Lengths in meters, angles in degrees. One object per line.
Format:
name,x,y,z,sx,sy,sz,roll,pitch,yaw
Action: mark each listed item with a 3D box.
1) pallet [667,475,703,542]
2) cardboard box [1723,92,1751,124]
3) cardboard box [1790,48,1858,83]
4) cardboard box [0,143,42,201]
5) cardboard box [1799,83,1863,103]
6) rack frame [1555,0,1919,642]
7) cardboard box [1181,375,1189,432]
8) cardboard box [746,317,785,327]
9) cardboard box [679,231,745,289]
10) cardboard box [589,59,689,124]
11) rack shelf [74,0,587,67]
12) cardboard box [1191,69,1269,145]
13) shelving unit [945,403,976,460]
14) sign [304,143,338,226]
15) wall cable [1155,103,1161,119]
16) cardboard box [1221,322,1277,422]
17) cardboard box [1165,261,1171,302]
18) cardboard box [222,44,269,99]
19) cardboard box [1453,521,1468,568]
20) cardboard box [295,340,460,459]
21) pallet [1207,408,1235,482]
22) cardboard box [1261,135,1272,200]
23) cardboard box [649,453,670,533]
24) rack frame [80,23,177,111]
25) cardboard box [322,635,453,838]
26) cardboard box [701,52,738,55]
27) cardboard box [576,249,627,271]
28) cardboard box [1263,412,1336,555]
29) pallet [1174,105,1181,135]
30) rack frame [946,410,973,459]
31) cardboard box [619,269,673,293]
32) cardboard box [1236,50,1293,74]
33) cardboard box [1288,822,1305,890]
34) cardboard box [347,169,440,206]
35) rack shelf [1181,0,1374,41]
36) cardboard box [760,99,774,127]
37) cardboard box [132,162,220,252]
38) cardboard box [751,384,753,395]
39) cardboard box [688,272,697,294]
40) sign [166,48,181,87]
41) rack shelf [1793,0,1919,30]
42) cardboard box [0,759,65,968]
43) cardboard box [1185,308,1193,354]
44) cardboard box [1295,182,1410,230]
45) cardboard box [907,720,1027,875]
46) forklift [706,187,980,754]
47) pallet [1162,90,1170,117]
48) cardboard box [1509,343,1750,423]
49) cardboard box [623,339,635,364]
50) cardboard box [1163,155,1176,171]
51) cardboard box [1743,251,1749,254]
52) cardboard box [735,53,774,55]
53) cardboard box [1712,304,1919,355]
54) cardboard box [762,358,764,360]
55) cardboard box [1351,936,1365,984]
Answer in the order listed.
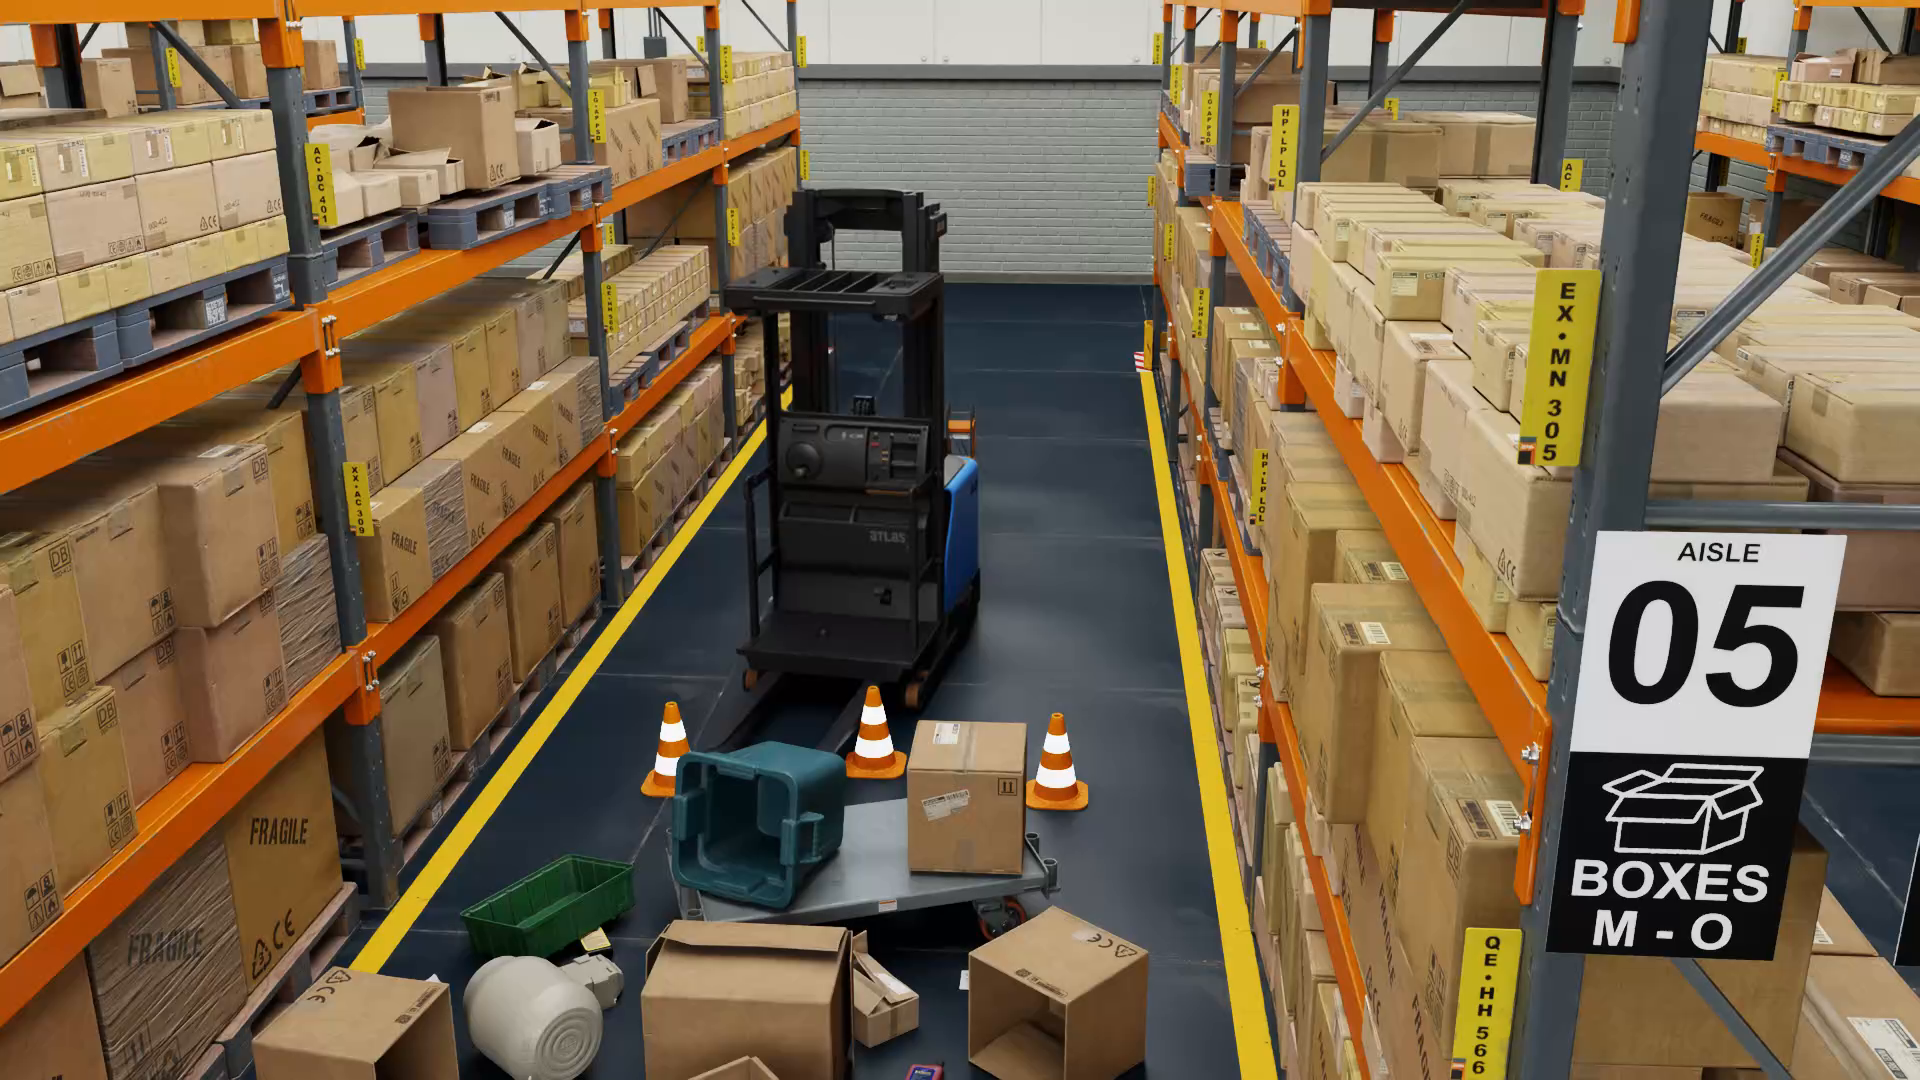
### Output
pallet,-2.694,-0.273,13.418,1.003,0.211,1.213,1,18,4
cardboard box,7.153,-3.844,14.783,0.500,0.250,0.500,1,18,2
cardboard box,6.971,-3.837,13.424,0.396,0.266,0.258,1,18,3
cardboard box,-2.945,-1.075,4.858,0.380,0.149,0.250,2,18,5
cardboard box,6.934,-3.559,13.239,0.380,0.149,0.250,2,18,5
rack frame,1.530,-1.265,2.332,1.000,3.000,0.127,1,18,4
cardboard box,2.542,-1.316,15.561,0.875,0.438,0.875,1,18,3
cardboard box,-2.128,-2.343,18.206,0.380,0.149,0.250,2,18,5
cardboard box,-2.268,-2.557,15.272,0.500,0.500,0.500,1,18,3
cardboard box,-2.691,-3.777,13.982,0.700,0.500,0.500,1,18,4
rack shelf,-2.985,-2.676,8.435,1.077,0.370,4.000,1,18,4
cardboard box,1.940,-3.125,11.991,0.500,0.500,0.500,1,18,4
shelving unit,0.004,-0.516,12.810,0.215,1.050,0.252,1,18,4
sign,-2.574,-1.432,6.703,0.100,0.325,0.005,1,18,4
wall cable,3.058,-5.633,23.615,0.585,1.953,0.123,1,18,4
cardboard box,1.810,-0.991,9.816,0.500,0.500,0.500,2,18,7
cardboard box,2.200,-2.498,15.570,0.500,0.500,0.500,1,18,3
cardboard box,-7.276,-4.653,16.493,0.700,0.500,0.500,2,18,6
cardboard box,1.315,0.003,3.683,0.380,0.149,0.250,2,18,6
cardboard box,-3.027,-0.729,8.565,0.700,0.500,0.500,1,18,4
pallet,2.158,-0.584,10.196,1.213,0.211,1.003,1,18,4
cardboard box,2.022,-1.899,8.918,0.797,0.503,0.637,1,18,4
cardboard box,-2.503,-0.360,12.544,0.500,0.500,0.500,1,18,5
rack frame,-7.494,-5.213,14.381,1.000,3.000,0.127,1,18,4
cardboard box,-3.173,0.939,8.178,1.050,0.750,0.750,1,18,4
cardboard box,-2.554,-5.069,17.557,0.380,0.149,0.250,2,18,6
cardboard box,-3.055,-2.384,14.156,0.380,0.149,0.250,2,18,5
cardboard box,1.569,-0.189,6.438,0.700,0.500,0.500,1,18,3
pallet,2.459,-3.778,14.962,1.003,0.211,1.213,1,18,4
rack frame,-0.005,-0.478,12.695,0.200,1.050,0.008,1,18,4
cardboard box,-2.483,-2.049,13.134,0.380,0.149,0.250,0,18,1
cardboard box,2.642,-4.039,14.620,0.500,0.500,0.500,2,18,5
cardboard box,1.401,1.160,6.060,0.380,0.149,0.250,2,18,6
cardboard box,-2.768,-1.718,8.101,0.380,0.149,0.250,1,18,4
rack shelf,2.247,-3.839,11.985,1.077,0.370,4.000,1,18,4
cardboard box,-2.133,-4.192,16.321,0.500,0.250,0.500,2,18,6
cardboard box,-2.944,-1.163,5.764,0.500,0.250,0.500,1,18,4
cardboard box,-2.270,-1.496,16.576,0.380,0.149,0.250,1,18,2
cardboard box,-2.424,-2.155,13.934,0.380,0.149,0.250,2,18,6
sign,-6.952,-4.174,14.691,0.100,0.325,0.005,1,18,4
rack shelf,7.198,-3.729,11.650,1.077,0.370,4.000,1,18,4
cardboard box,-3.250,0.977,4.884,0.875,0.550,0.550,1,18,4
cardboard box,1.934,-1.540,12.244,0.500,0.250,0.500,1,18,2
cardboard box,1.468,-1.251,6.229,0.380,0.149,0.250,1,18,3
cardboard box,0.039,1.141,7.422,0.500,0.500,0.500,1,18,4
forklift,-0.691,-0.518,9.797,1.130,2.935,3.031,4,19,12
pallet,2.634,-4.536,17.274,1.003,0.211,1.213,1,18,4
cardboard box,1.316,-0.290,3.296,0.380,0.149,0.250,2,18,5
cardboard box,-2.570,-1.360,11.984,0.380,0.149,0.250,2,18,7
cardboard box,2.294,-3.867,17.099,0.380,0.149,0.250,1,18,2
cardboard box,7.714,-2.565,15.698,0.500,0.250,0.500,2,18,5
cardboard box,-2.131,-4.980,17.284,0.380,0.149,0.250,1,18,2
cardboard box,1.933,-0.436,3.742,0.380,0.149,0.250,1,18,4
cardboard box,-2.110,-1.791,16.996,0.380,0.149,0.250,1,18,4
cardboard box,1.365,1.185,4.891,0.380,0.149,0.250,1,18,3
